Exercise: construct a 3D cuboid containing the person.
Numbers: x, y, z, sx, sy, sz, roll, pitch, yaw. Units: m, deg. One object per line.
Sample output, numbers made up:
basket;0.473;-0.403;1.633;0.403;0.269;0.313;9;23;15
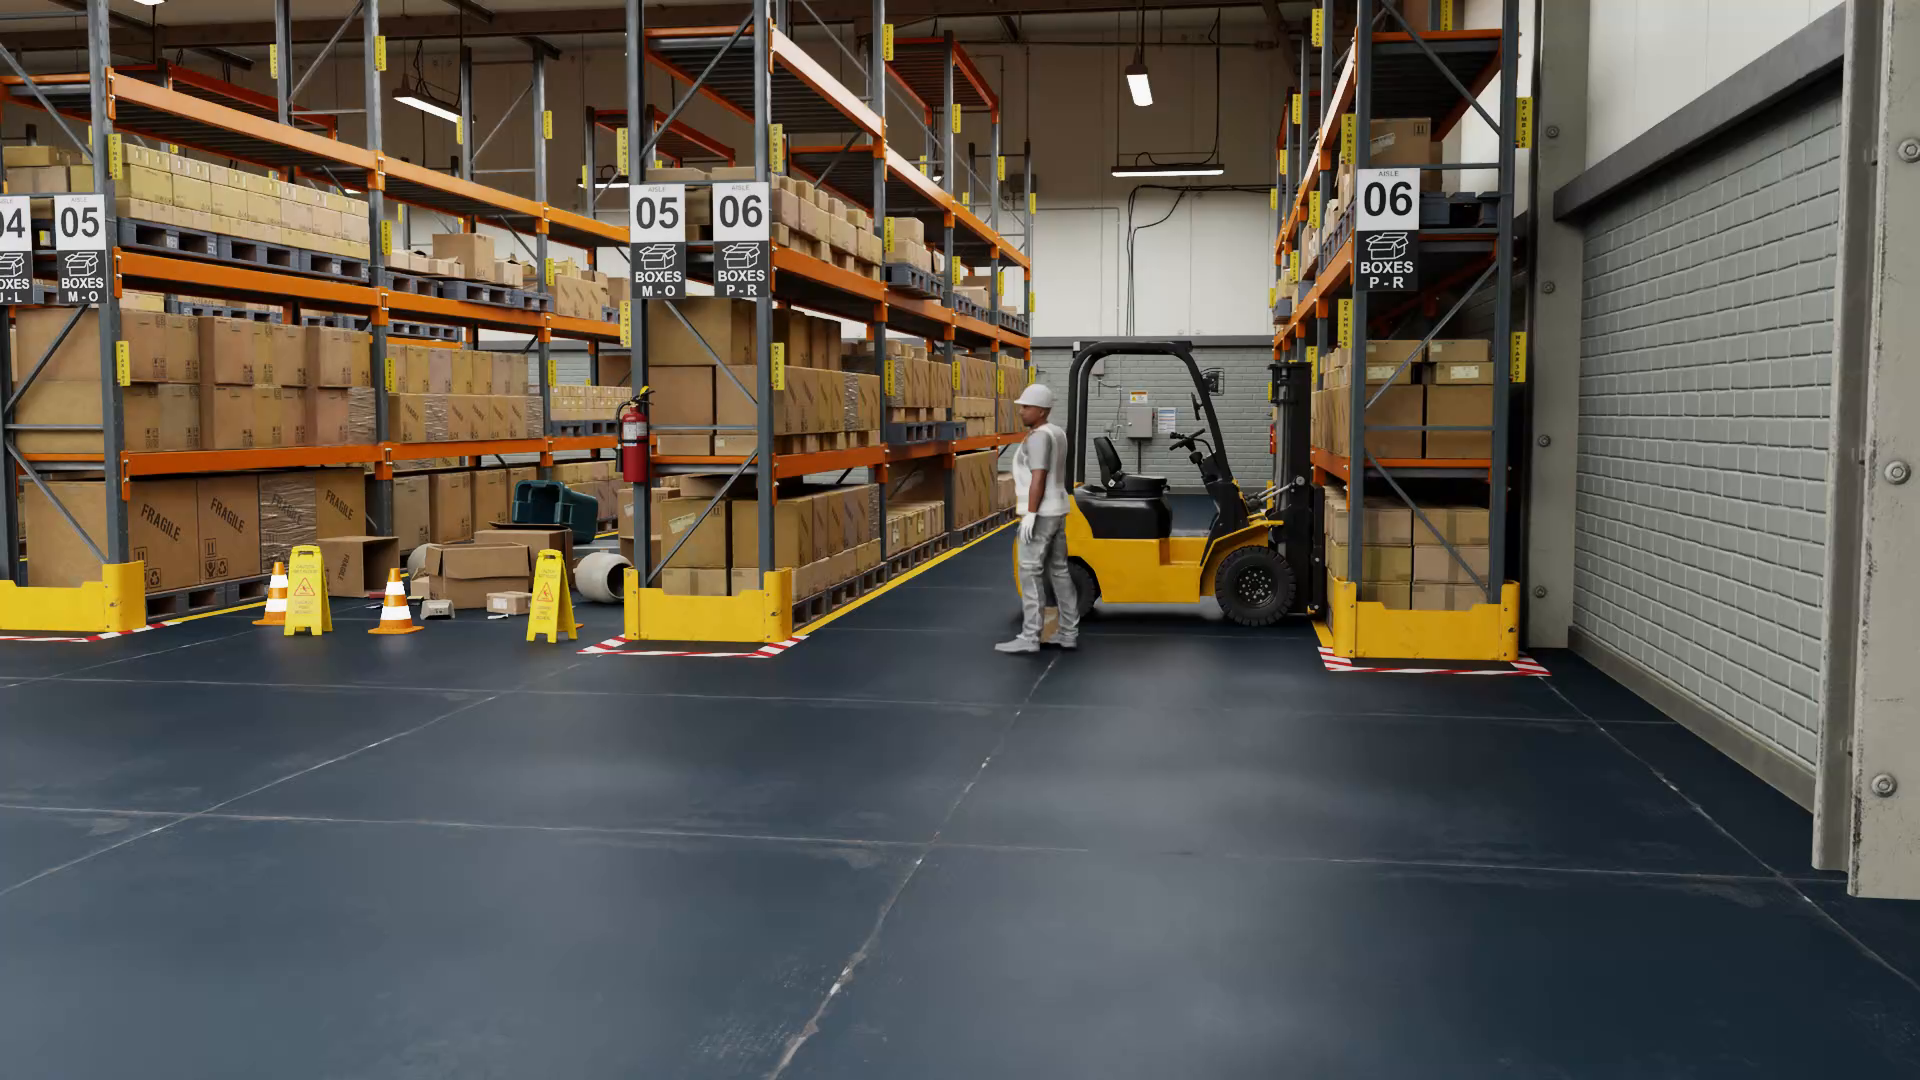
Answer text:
person;0.536;-0.149;11.188;0.483;1.791;0.581;2;5;22
